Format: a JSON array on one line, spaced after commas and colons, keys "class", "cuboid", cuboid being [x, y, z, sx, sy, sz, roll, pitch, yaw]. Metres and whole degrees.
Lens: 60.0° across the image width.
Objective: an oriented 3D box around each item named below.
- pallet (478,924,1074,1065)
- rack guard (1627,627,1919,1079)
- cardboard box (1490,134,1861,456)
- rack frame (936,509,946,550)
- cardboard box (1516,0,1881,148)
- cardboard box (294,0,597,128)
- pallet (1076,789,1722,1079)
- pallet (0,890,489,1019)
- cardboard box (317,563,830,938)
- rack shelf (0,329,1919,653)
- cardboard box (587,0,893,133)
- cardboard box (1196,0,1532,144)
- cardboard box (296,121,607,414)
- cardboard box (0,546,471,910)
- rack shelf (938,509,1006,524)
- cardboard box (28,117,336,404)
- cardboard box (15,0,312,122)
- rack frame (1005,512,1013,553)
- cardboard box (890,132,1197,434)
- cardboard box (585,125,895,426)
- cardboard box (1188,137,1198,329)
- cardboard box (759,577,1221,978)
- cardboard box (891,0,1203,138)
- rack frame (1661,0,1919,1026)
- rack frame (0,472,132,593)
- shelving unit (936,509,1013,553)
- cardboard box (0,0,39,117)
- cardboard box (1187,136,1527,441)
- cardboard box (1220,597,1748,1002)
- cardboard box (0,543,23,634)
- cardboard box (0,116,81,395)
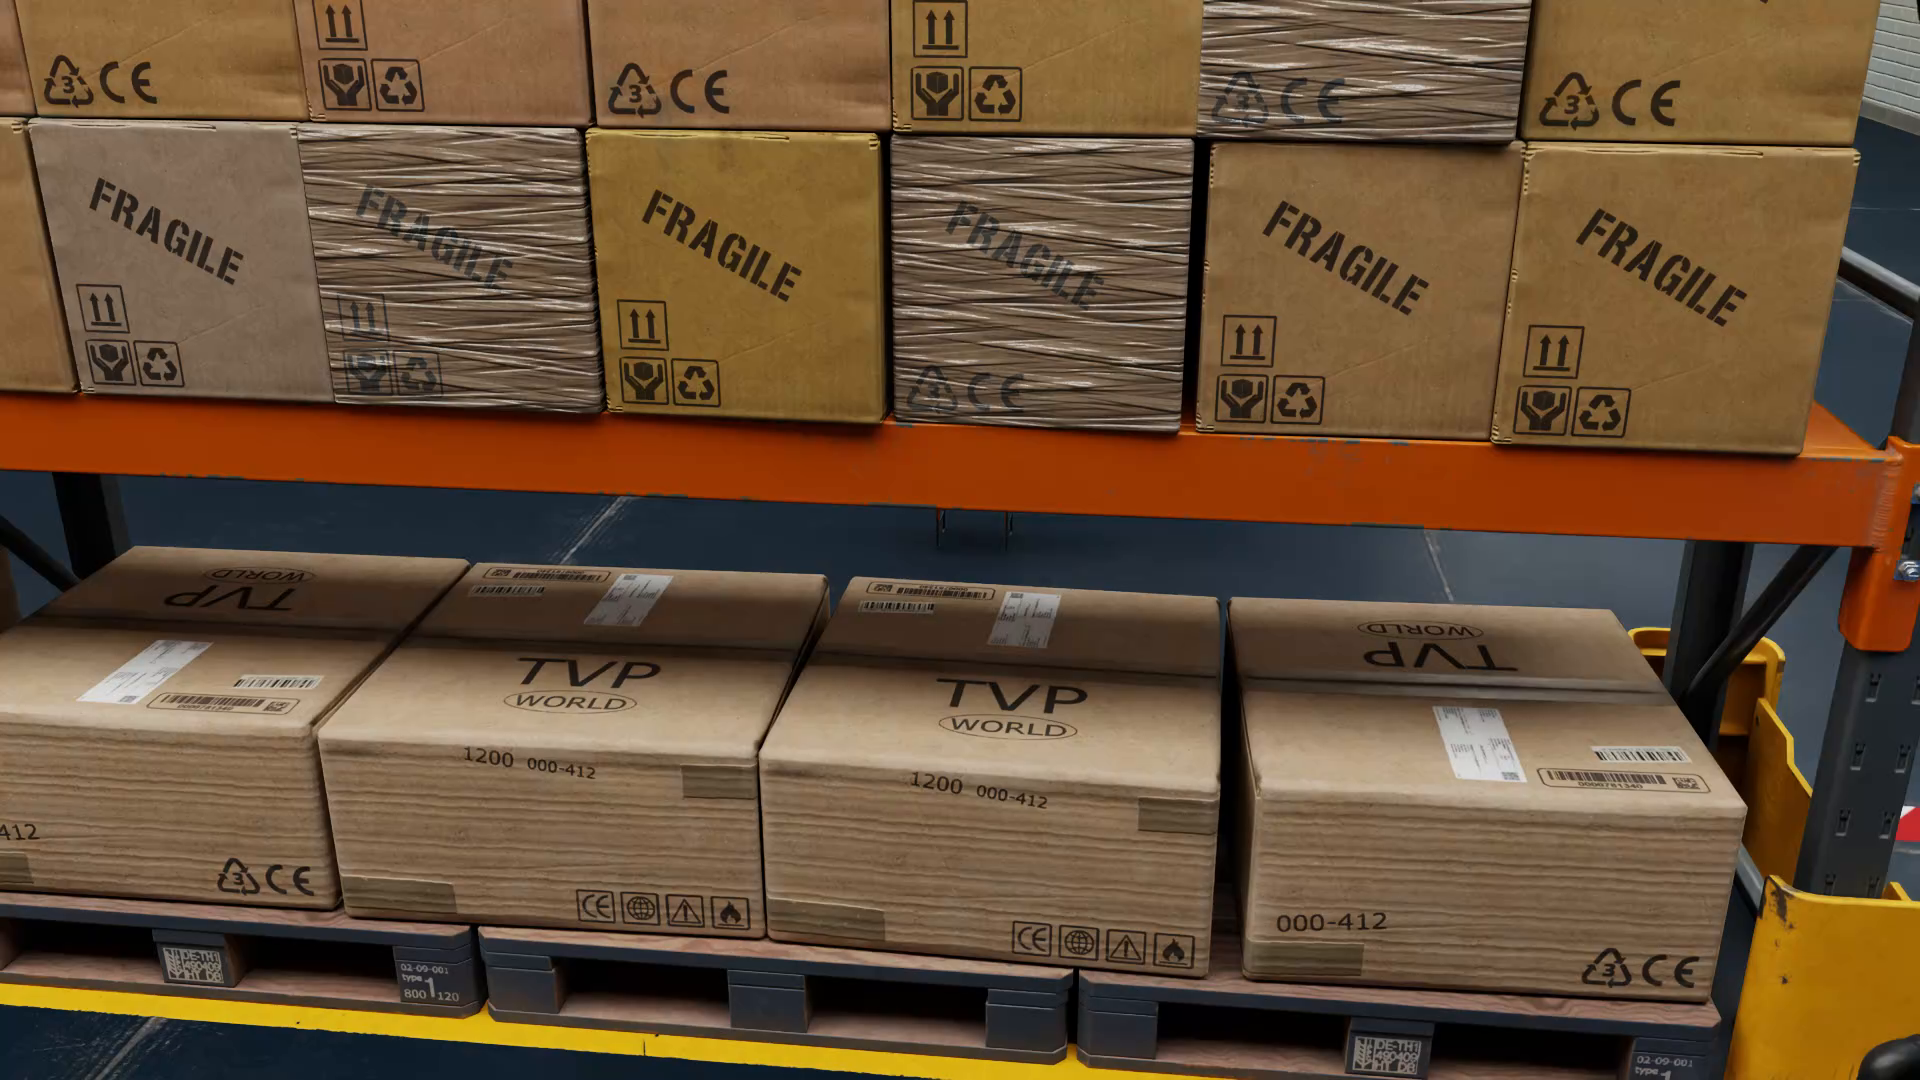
[{"class": "pallet", "cuboid": [-0.326, 0.737, 3.788, 1.213, 0.211, 1.003, 2, 22, 6]}, {"class": "rack guard", "cuboid": [1.710, 0.664, 3.581, 0.348, 0.500, 1.175, 2, 22, 6]}, {"class": "cardboard box", "cuboid": [1.176, -0.471, 2.914, 0.500, 0.500, 0.500, 3, 22, 7]}, {"class": "rack frame", "cuboid": [-0.068, -0.491, 5.754, 0.008, 1.050, 0.200, 2, 22, 6]}, {"class": "cardboard box", "cuboid": [1.179, -0.945, 2.755, 0.500, 0.500, 0.500, 3, 22, 8]}, {"class": "cardboard box", "cuboid": [-0.834, -1.025, 2.957, 0.500, 0.500, 0.500, 3, 22, 7]}, {"class": "pallet", "cuboid": [0.883, 0.791, 3.652, 1.213, 0.211, 1.003, 2, 22, 6]}, {"class": "pallet", "cuboid": [-1.541, 0.685, 3.919, 1.213, 0.211, 1.003, 2, 22, 6]}, {"class": "cardboard box", "cuboid": [-0.786, 0.428, 3.691, 0.875, 0.438, 0.875, 2, 22, 5]}, {"class": "rack shelf", "cuboid": [-0.300, -0.252, 3.476, 4.000, 0.370, 1.077, 2, 22, 6]}, {"class": "cardboard box", "cuboid": [-0.333, -1.002, 2.899, 0.500, 0.500, 0.500, 2, 22, 6]}, {"class": "cardboard box", "cuboid": [0.657, -0.957, 2.785, 0.500, 0.500, 0.500, 3, 22, 6]}, {"class": "cardboard box", "cuboid": [-0.859, -0.556, 3.131, 0.500, 0.500, 0.500, 3, 22, 7]}, {"class": "cardboard box", "cuboid": [-1.676, 0.390, 3.788, 0.875, 0.438, 0.875, 2, 22, 6]}, {"class": "rack shelf", "cuboid": [0.053, -0.218, 5.847, 0.240, 0.259, 0.215, 2, 22, 6]}, {"class": "cardboard box", "cuboid": [-1.352, -0.580, 3.192, 0.500, 0.500, 0.500, 3, 22, 7]}, {"class": "cardboard box", "cuboid": [-1.341, -1.051, 3.023, 0.500, 0.500, 0.500, 2, 22, 6]}, {"class": "rack frame", "cuboid": [0.174, -0.481, 5.728, 0.008, 1.050, 0.200, 2, 22, 6]}, {"class": "cardboard box", "cuboid": [0.167, -0.517, 3.030, 0.500, 0.500, 0.500, 3, 22, 8]}, {"class": "cardboard box", "cuboid": [-0.347, -0.534, 3.075, 0.500, 0.500, 0.500, 3, 22, 8]}, {"class": "cardboard box", "cuboid": [0.737, -0.684, 3.453, 0.500, 0.500, 0.500, 2, 22, 6]}, {"class": "cardboard box", "cuboid": [0.109, 0.468, 3.591, 0.875, 0.438, 0.875, 3, 22, 8]}, {"class": "cardboard box", "cuboid": [0.166, -0.980, 2.842, 0.500, 0.500, 0.500, 2, 22, 6]}, {"class": "rack frame", "cuboid": [1.686, -0.500, 3.124, 0.127, 3.000, 1.000, 2, 22, 6]}, {"class": "rack frame", "cuboid": [-2.286, -0.673, 3.562, 0.127, 3.000, 1.000, 2, 22, 6]}, {"class": "shelving unit", "cuboid": [0.053, -0.486, 5.741, 0.252, 1.050, 0.215, 2, 22, 6]}, {"class": "cardboard box", "cuboid": [-1.842, -1.075, 3.084, 0.500, 0.500, 0.500, 3, 22, 7]}, {"class": "cardboard box", "cuboid": [0.679, -0.498, 2.983, 0.500, 0.500, 0.500, 2, 22, 5]}, {"class": "cardboard box", "cuboid": [1.019, 0.504, 3.498, 0.875, 0.438, 0.875, 2, 22, 4]}, {"class": "cardboard box", "cuboid": [-2.912, 0.122, 3.870, 0.875, 0.875, 0.875, 3, 22, 8]}, {"class": "cardboard box", "cuboid": [-1.851, -0.604, 3.251, 0.500, 0.500, 0.500, 3, 22, 8]}]
